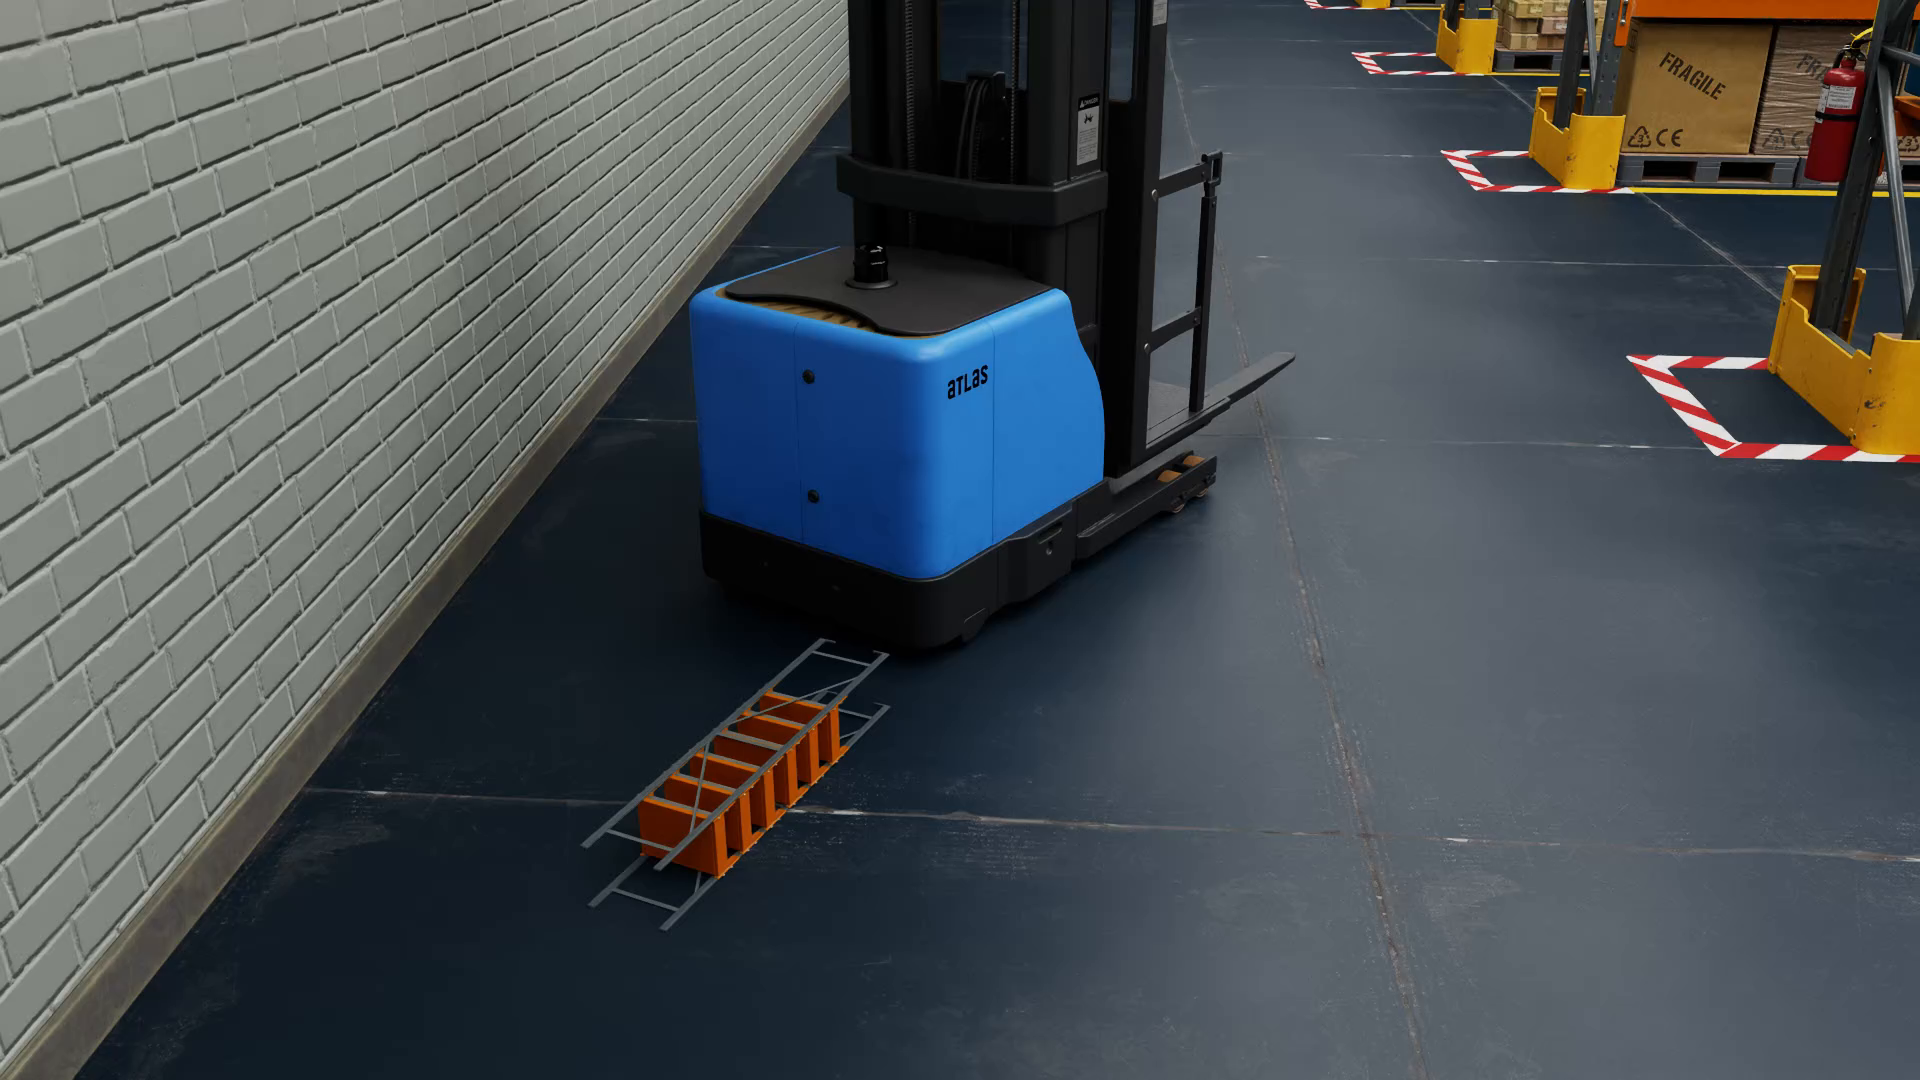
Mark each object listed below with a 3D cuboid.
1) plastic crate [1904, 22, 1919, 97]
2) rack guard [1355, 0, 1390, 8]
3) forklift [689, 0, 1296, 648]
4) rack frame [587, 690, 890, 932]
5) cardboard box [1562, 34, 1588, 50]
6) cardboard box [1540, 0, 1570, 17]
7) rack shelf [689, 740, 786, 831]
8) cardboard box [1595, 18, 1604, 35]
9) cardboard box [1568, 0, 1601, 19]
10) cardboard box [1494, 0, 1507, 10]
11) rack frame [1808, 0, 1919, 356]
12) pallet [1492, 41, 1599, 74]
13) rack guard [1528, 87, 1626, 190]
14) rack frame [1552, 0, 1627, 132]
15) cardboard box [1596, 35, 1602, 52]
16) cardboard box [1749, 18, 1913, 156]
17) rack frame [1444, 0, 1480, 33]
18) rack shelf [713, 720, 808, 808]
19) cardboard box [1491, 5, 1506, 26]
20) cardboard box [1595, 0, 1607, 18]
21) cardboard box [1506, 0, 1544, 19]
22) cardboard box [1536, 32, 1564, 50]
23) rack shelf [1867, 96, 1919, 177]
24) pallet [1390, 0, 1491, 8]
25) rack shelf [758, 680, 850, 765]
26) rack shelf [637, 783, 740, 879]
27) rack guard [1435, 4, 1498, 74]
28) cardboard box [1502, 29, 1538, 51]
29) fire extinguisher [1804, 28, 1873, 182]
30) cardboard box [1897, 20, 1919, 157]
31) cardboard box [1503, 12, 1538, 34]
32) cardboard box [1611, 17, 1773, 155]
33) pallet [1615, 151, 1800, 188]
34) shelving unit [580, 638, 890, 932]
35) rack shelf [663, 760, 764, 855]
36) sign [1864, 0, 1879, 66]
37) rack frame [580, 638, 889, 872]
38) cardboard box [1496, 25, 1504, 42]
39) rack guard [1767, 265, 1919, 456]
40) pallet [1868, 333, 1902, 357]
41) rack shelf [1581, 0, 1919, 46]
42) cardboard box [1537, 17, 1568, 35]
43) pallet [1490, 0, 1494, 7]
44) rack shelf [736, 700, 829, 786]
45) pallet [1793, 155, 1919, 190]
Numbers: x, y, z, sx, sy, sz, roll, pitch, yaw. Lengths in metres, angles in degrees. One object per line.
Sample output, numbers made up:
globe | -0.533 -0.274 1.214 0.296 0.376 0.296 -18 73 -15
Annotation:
plastic crate | 4.410 -2.080 7.068 0.499 0.435 0.616 2 25 4
rack guard | 5.176 -7.029 20.929 0.348 0.500 1.175 2 25 4
forklift | 0.366 -1.542 6.095 1.130 2.935 3.031 17 30 32
rack frame | -0.581 0.721 4.667 0.240 0.006 1.200 11 27 23
cardboard box | 5.935 -4.864 16.140 0.250 0.149 0.380 2 25 5
cardboard box | 5.702 -5.147 16.043 0.250 0.149 0.380 2 25 5
rack shelf | -0.613 0.667 4.567 0.258 0.180 0.103 11 27 23
cardboard box | 6.191 -4.948 15.968 0.250 0.149 0.380 3 25 6
cardboard box | 5.943 -5.085 15.910 0.250 0.149 0.380 2 25 4
cardboard box | 5.469 -5.352 16.490 0.250 0.149 0.380 2 25 5
rack frame | 4.062 -1.970 6.942 0.127 3.000 1.000 2 25 4
pallet | 5.805 -4.788 16.403 1.213 0.211 1.003 2 25 4
rack guard | 4.417 -2.899 11.952 0.348 0.500 1.175 2 25 4
rack frame | 4.441 -4.034 11.428 0.127 3.000 1.000 2 25 4
cardboard box | 6.181 -4.810 16.023 0.250 0.149 0.380 2 25 5
cardboard box | 5.993 -3.243 11.749 0.875 0.875 0.875 2 25 4
rack frame | 4.922 -6.098 15.914 0.127 3.000 1.000 2 25 4
rack shelf | -0.562 0.621 4.665 0.258 0.180 0.103 11 27 23
cardboard box | 5.470 -5.231 16.581 0.250 0.149 0.380 1 25 3
cardboard box | 6.197 -5.112 15.967 0.250 0.149 0.380 1 25 1
cardboard box | 5.418 -5.105 15.953 0.250 0.149 0.380 1 25 2
cardboard box | 5.687 -4.869 16.151 0.250 0.149 0.380 2 25 4
rack shelf | 6.056 -1.579 6.953 4.000 0.370 1.077 2 25 4
pallet | 6.003 -6.904 21.003 1.213 0.211 1.003 2 25 4
rack shelf | -0.458 0.529 4.861 0.258 0.180 0.103 11 27 23
rack shelf | -0.717 0.759 4.371 0.258 0.180 0.103 11 27 23
rack guard | 4.997 -4.960 16.431 0.348 0.500 1.175 2 25 4
cardboard box | 5.419 -4.843 16.095 0.250 0.149 0.380 2 25 5
fire extinguisher | 3.946 -1.959 7.458 0.183 0.674 0.296 2 25 4
cardboard box | 6.880 -3.215 11.687 0.875 0.875 0.875 2 25 4
cardboard box | 5.424 -5.005 16.091 0.250 0.149 0.380 3 25 6
cardboard box | 5.085 -3.272 11.812 0.875 0.875 0.875 2 25 4
pallet | 5.244 -2.774 12.026 1.213 0.211 1.003 2 25 4
shelving unit | -0.581 0.638 4.629 0.258 0.189 1.200 11 27 23
rack shelf | -0.665 0.713 4.469 0.258 0.180 0.103 11 27 23
sign | 4.088 -2.273 7.407 0.005 0.325 0.100 2 25 4
rack frame | -0.581 0.555 4.590 0.240 0.006 1.200 11 27 23
cardboard box | 5.462 -5.064 16.574 0.250 0.149 0.380 2 25 5
rack guard | 4.037 -0.829 7.454 0.348 0.500 1.175 2 25 4
pallet | 4.881 -0.660 7.432 1.213 0.211 1.003 2 25 4
rack shelf | 6.435 -3.643 11.439 4.000 0.370 1.077 2 25 4
cardboard box | 5.693 -4.973 16.021 0.250 0.149 0.380 2 25 4
pallet | 7.216 -6.864 20.915 1.213 0.211 1.003 2 25 4
rack shelf | -0.510 0.575 4.763 0.258 0.180 0.103 11 27 23
pallet | 6.457 -2.734 11.939 1.213 0.211 1.003 2 25 4
